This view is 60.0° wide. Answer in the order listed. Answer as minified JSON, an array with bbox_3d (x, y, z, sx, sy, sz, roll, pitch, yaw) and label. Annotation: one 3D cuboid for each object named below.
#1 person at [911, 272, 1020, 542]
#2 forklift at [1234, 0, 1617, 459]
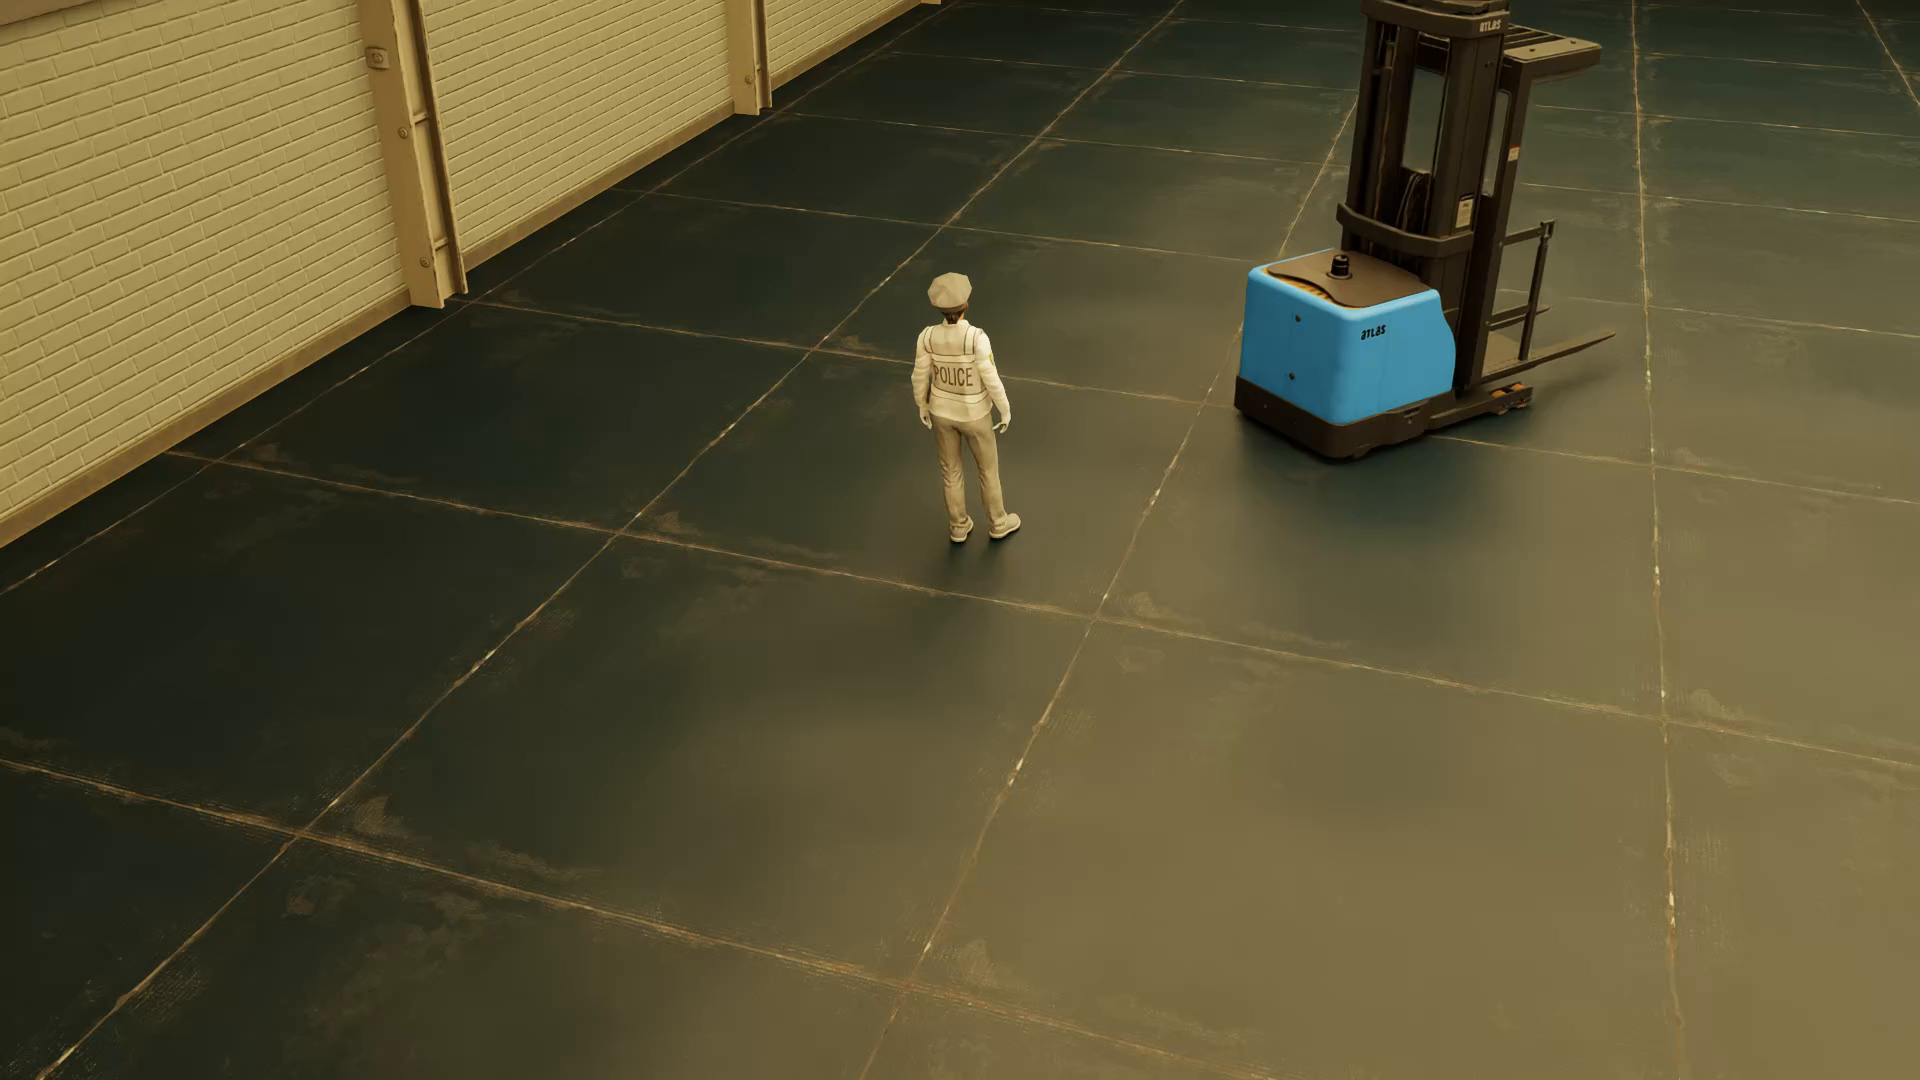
[{"bbox_3d":[0.028,-0.773,9.727,0.588,1.695,0.531,10,31,16],"label":"person"},{"bbox_3d":[3.426,-2.352,11.263,3.031,2.935,1.130,-18,34,-28],"label":"forklift"}]
